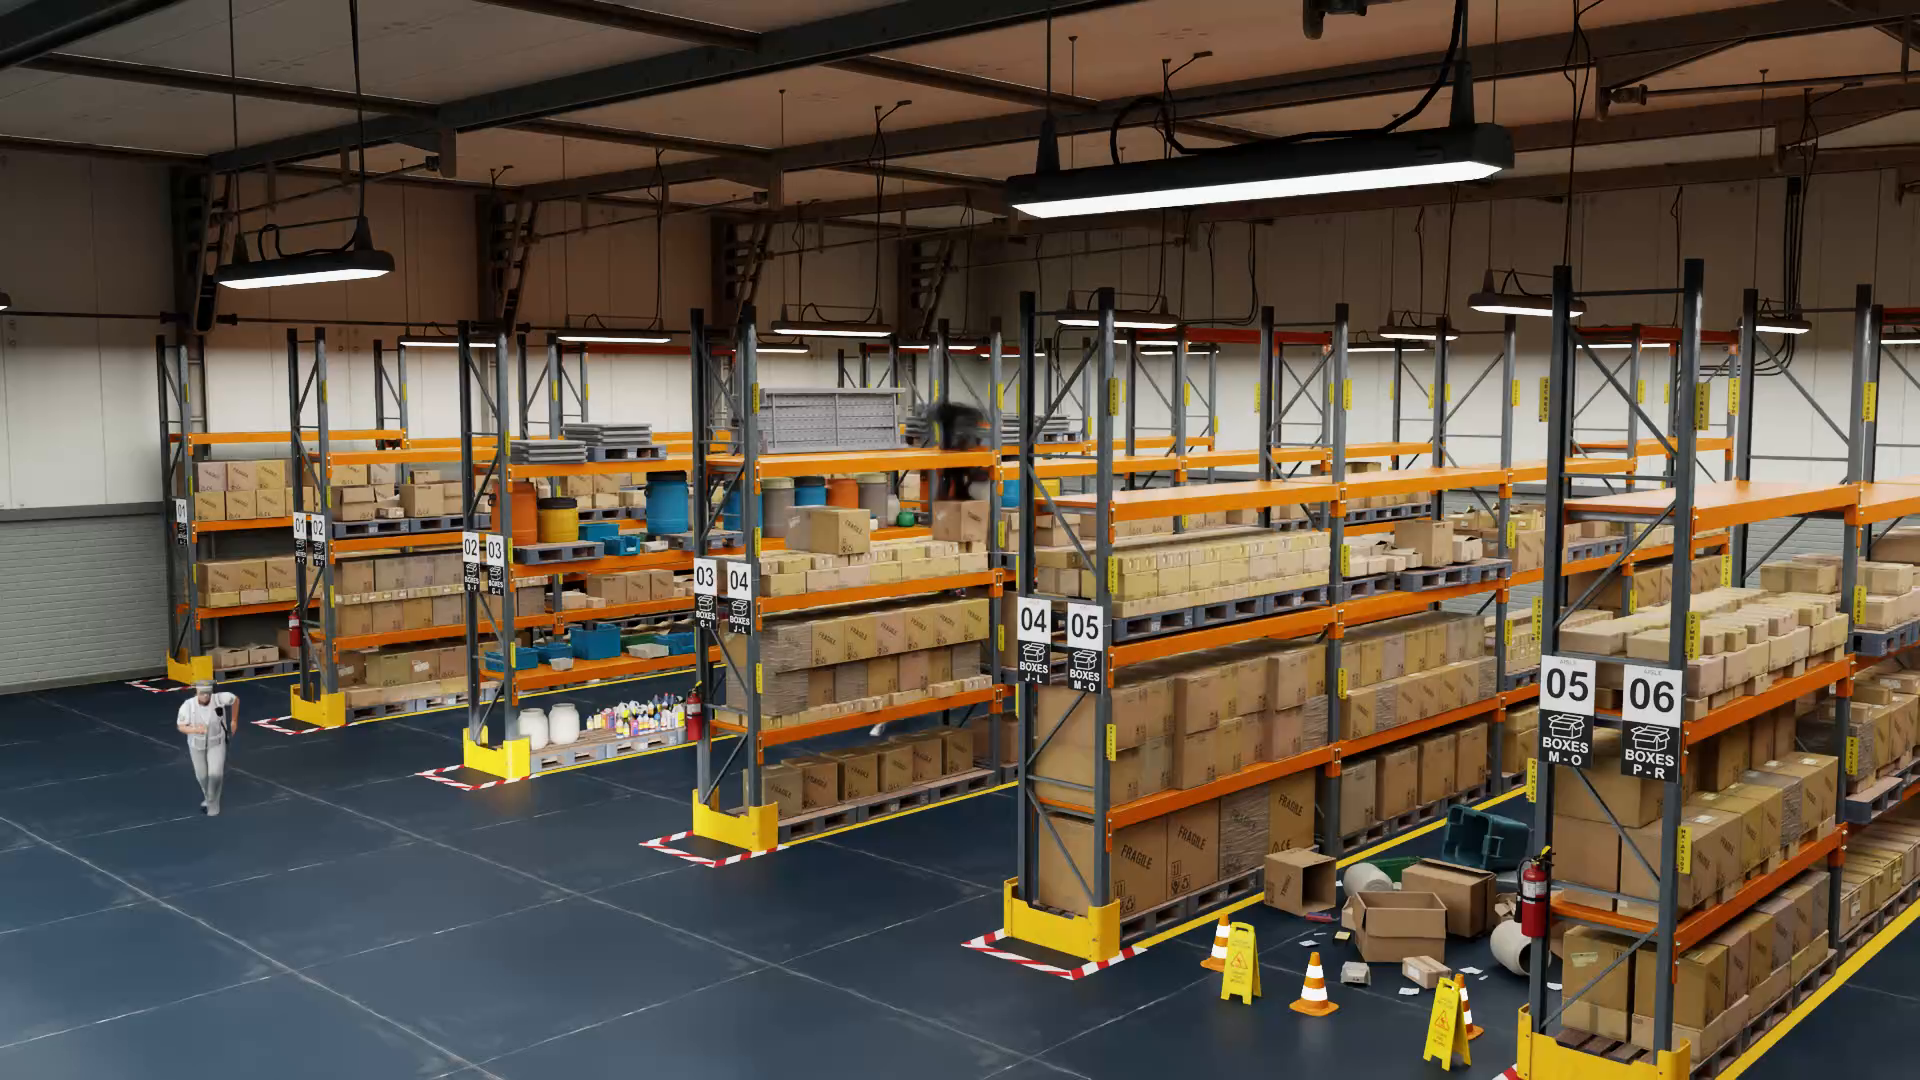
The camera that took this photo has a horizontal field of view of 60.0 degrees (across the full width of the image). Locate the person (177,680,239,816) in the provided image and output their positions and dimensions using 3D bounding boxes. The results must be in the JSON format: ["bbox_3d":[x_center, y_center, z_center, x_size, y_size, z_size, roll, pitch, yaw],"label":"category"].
[{"bbox_3d":[-8.987,2.487,19.926,0.670,1.731,0.926,-2,6,-22],"label":"person"}]

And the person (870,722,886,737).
[{"bbox_3d":[-1.104,1.974,24.731,0.719,1.790,0.911,3,6,28],"label":"person"}]
